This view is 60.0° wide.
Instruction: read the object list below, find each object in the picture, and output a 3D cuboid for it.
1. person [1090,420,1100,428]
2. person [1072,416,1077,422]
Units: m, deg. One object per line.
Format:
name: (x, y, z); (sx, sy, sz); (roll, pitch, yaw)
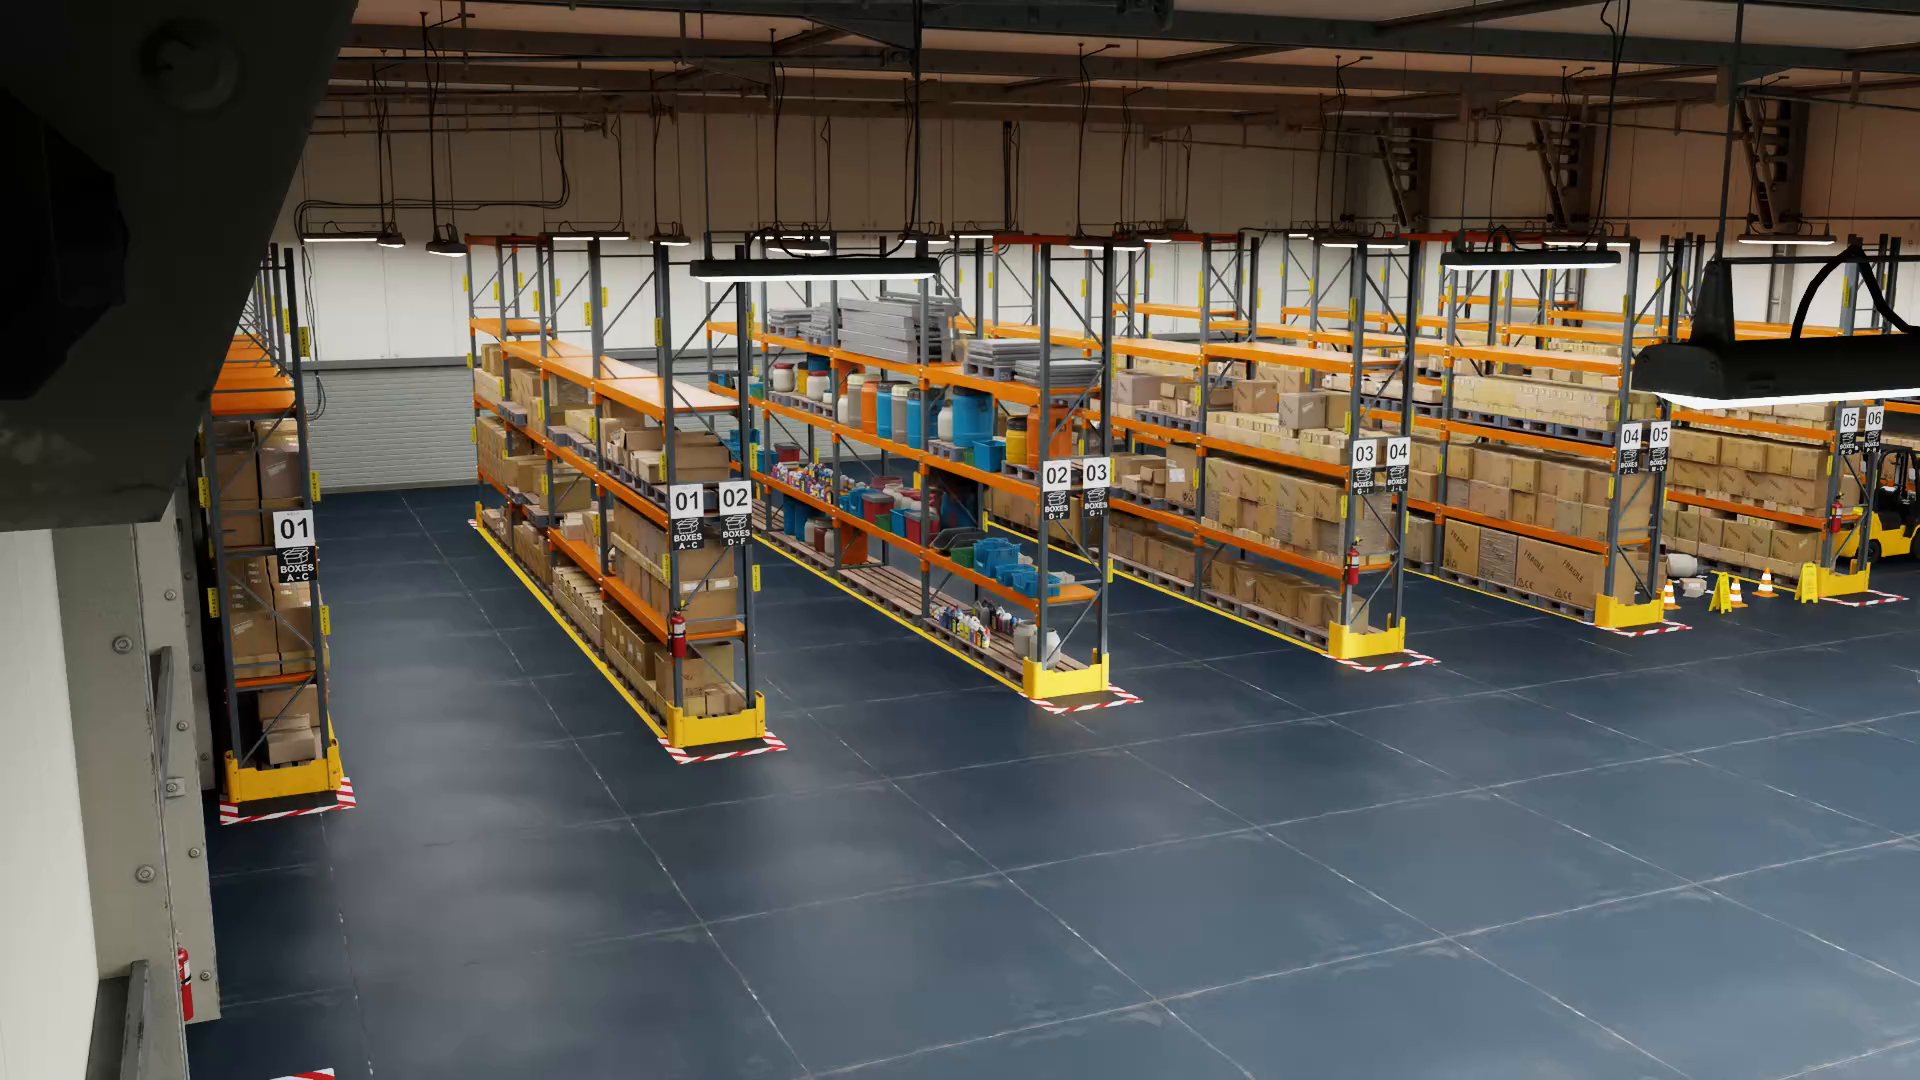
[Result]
person: (3.274, -2.473, 41.299); (0.675, 1.723, 0.560); (10, 15, 43)
person: (2.581, -2.294, 40.763); (0.684, 1.640, 0.811); (9, 14, 39)
